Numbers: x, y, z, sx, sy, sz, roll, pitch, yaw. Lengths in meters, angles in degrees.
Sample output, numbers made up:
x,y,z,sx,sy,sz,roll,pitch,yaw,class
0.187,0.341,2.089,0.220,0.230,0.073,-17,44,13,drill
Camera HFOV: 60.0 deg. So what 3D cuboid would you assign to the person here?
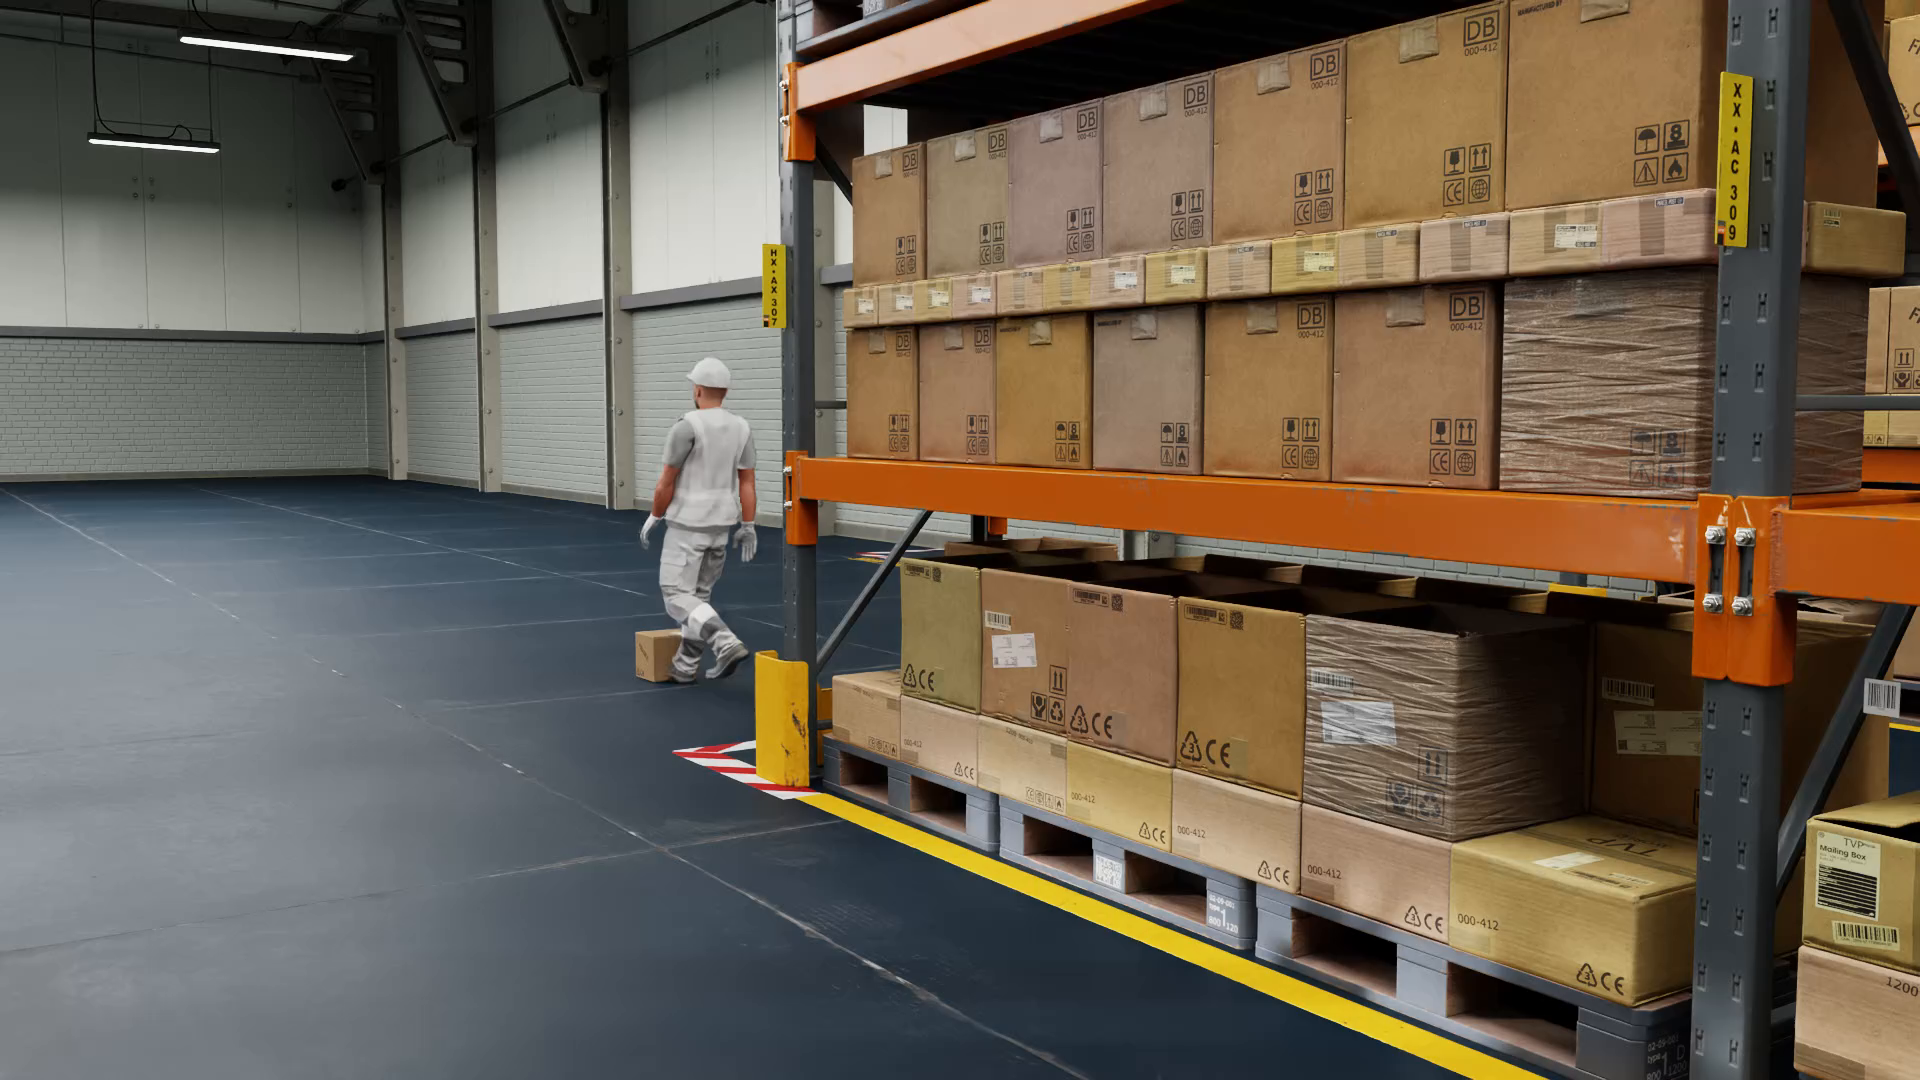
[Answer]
x,y,z,sx,sy,sz,roll,pitch,yaw,class
-1.384,-0.077,8.786,0.959,1.762,0.539,4,6,40,person
